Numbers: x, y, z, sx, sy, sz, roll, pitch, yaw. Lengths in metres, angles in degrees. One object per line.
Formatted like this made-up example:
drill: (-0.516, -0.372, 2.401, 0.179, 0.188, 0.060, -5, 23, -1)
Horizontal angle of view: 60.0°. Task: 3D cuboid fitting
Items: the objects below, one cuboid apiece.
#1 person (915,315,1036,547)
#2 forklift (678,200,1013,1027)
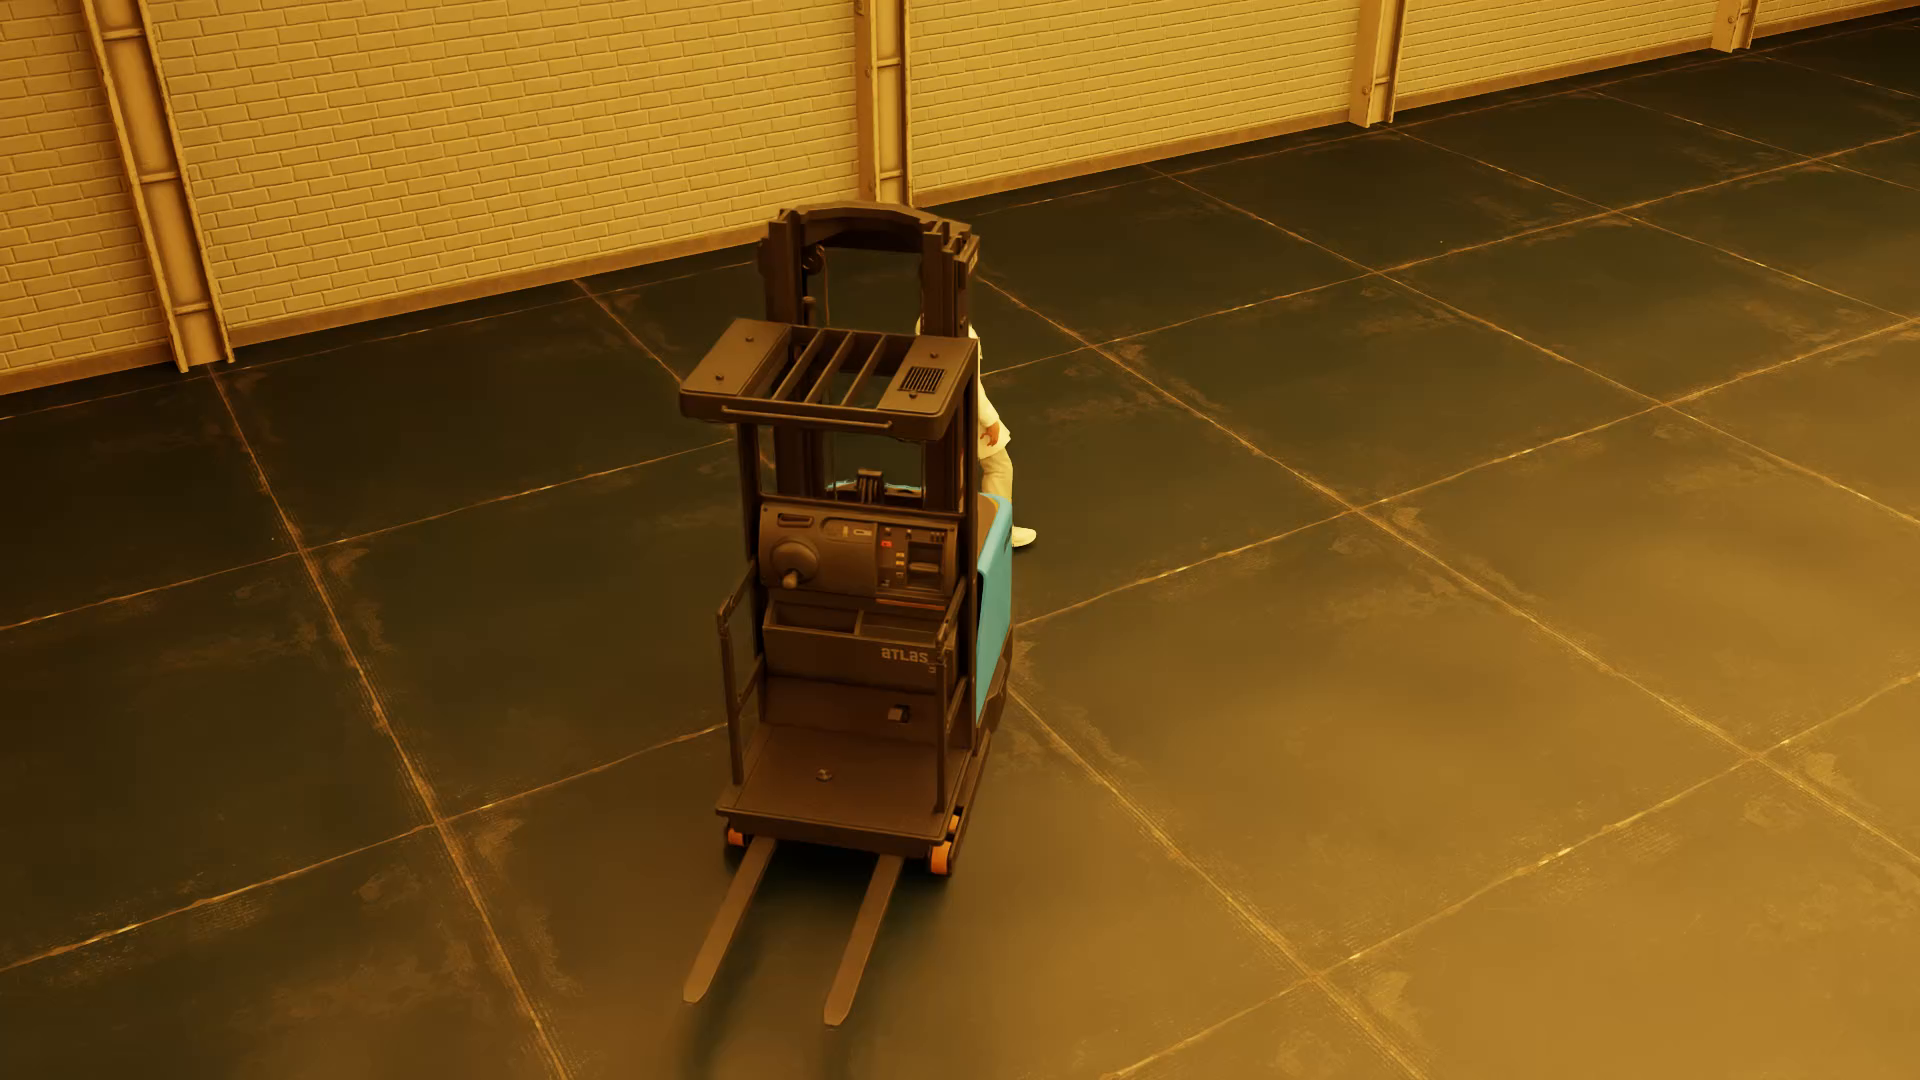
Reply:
person: (0.080, -0.792, 10.077, 0.581, 1.777, 0.698, -17, 35, -26)
forklift: (-0.513, 0.116, 7.454, 1.130, 2.935, 3.031, 6, 31, 10)
